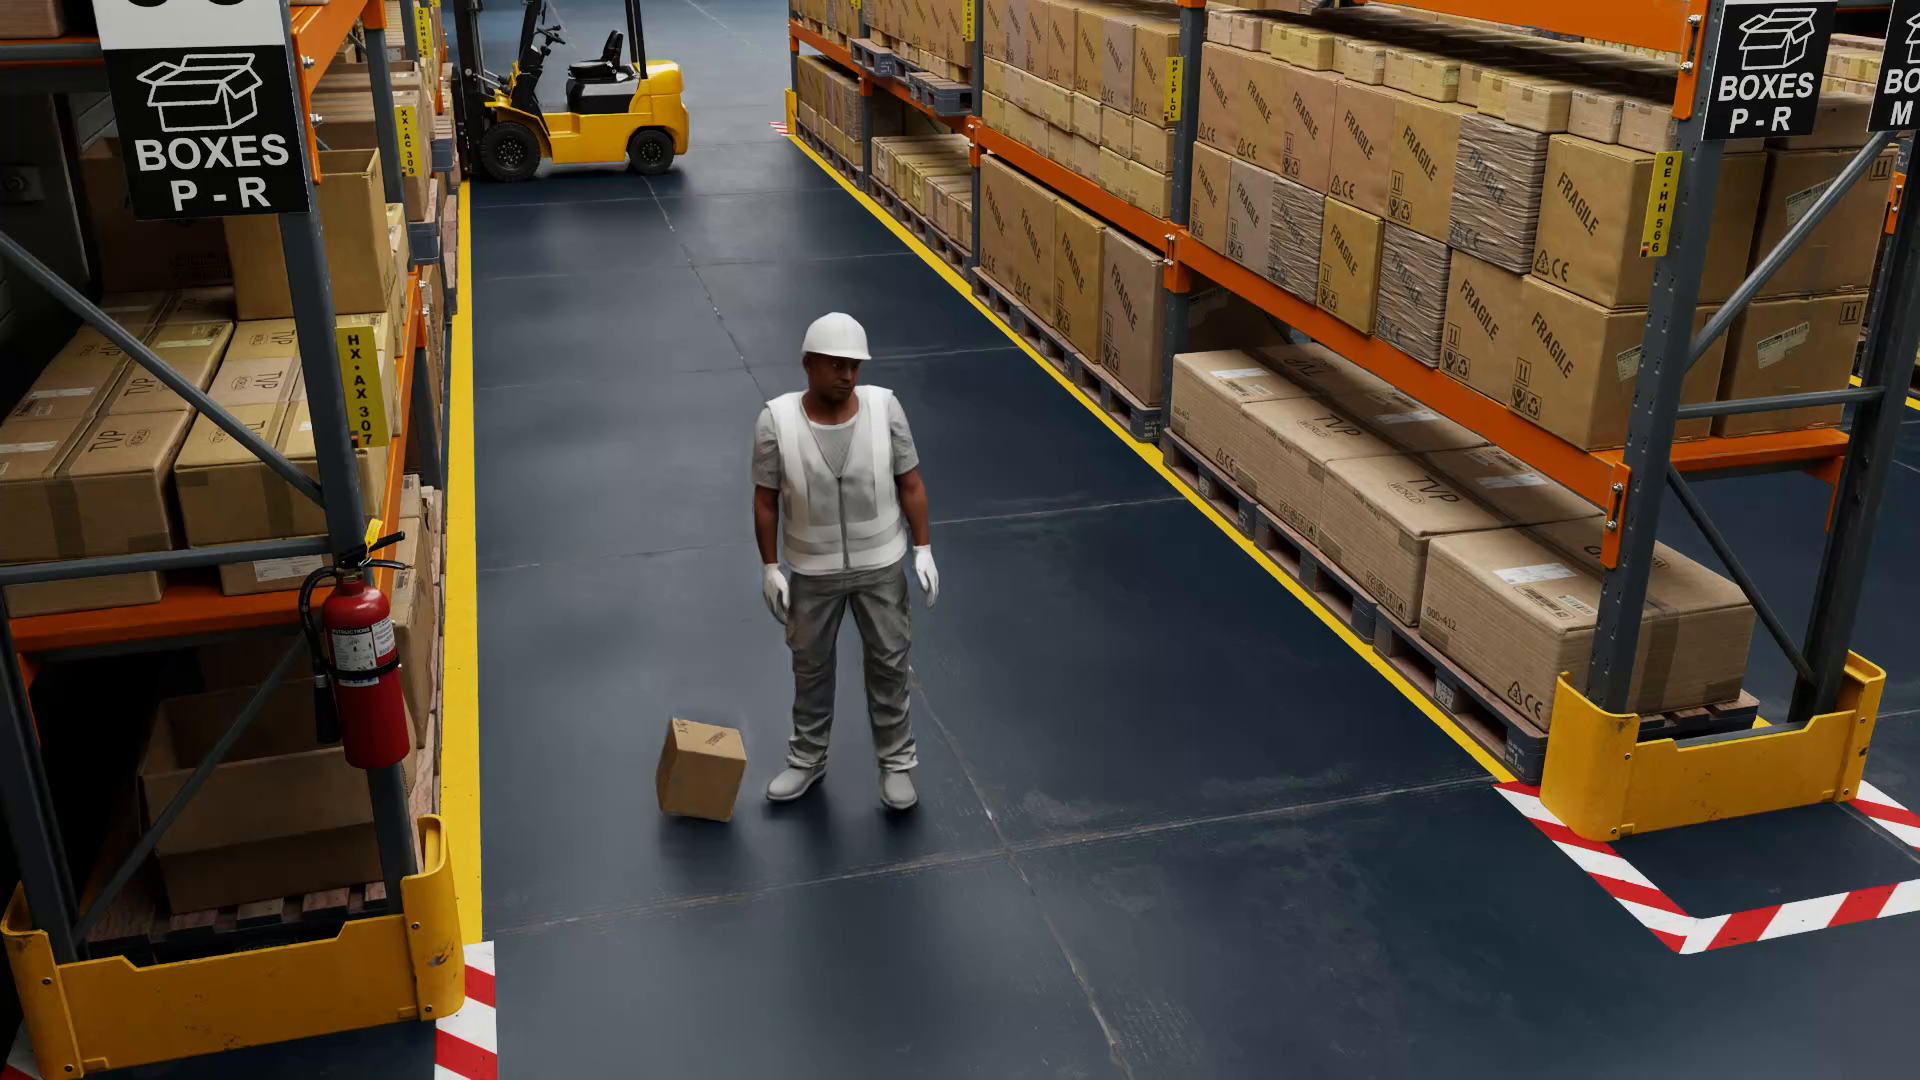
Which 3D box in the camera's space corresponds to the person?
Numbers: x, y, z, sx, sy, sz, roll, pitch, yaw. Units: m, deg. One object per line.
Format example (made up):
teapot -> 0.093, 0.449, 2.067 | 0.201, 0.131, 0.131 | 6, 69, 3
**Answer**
person -> -0.394, 0.099, 5.750 | 0.634, 1.788, 0.436 | -3, 23, -6
